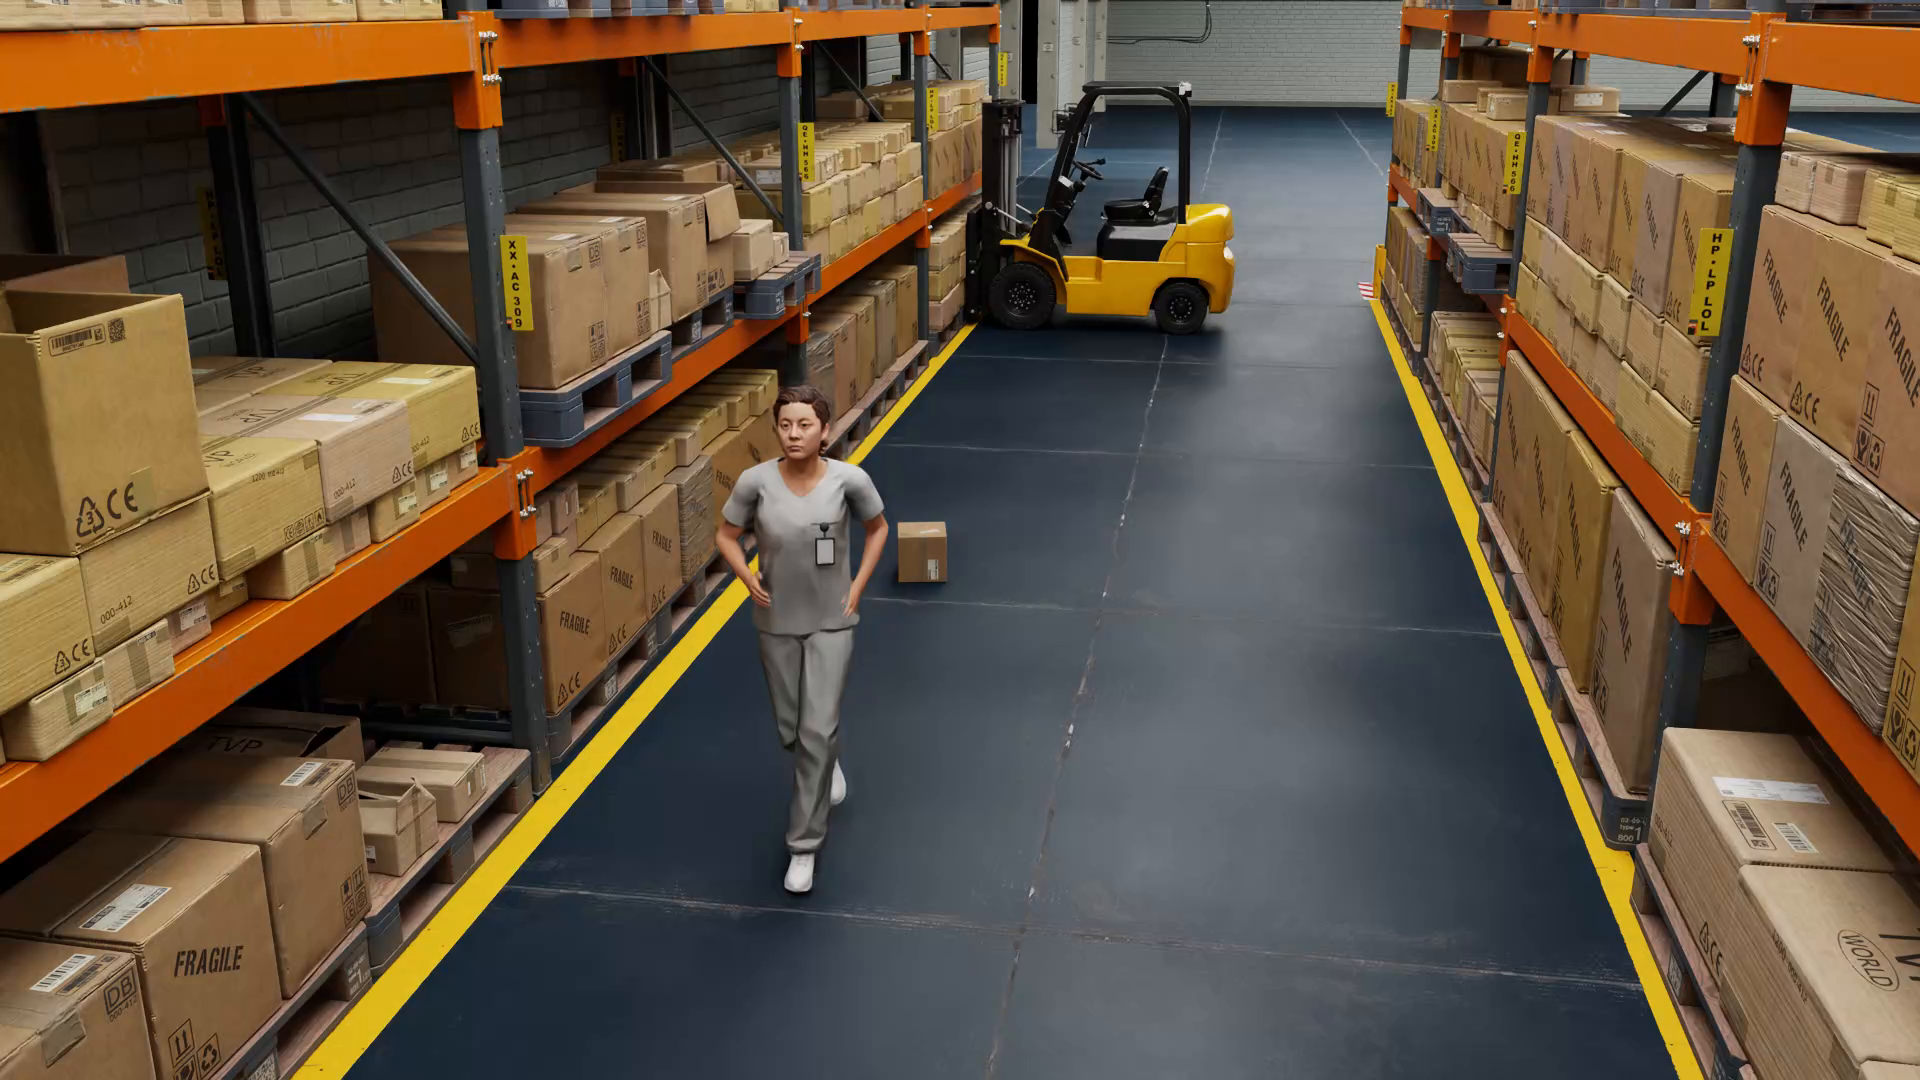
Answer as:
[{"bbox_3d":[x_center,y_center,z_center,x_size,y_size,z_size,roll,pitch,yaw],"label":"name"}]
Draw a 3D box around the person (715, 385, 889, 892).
[{"bbox_3d":[-0.537,0.290,5.675,0.580,1.665,0.763,1,18,2],"label":"person"}]
